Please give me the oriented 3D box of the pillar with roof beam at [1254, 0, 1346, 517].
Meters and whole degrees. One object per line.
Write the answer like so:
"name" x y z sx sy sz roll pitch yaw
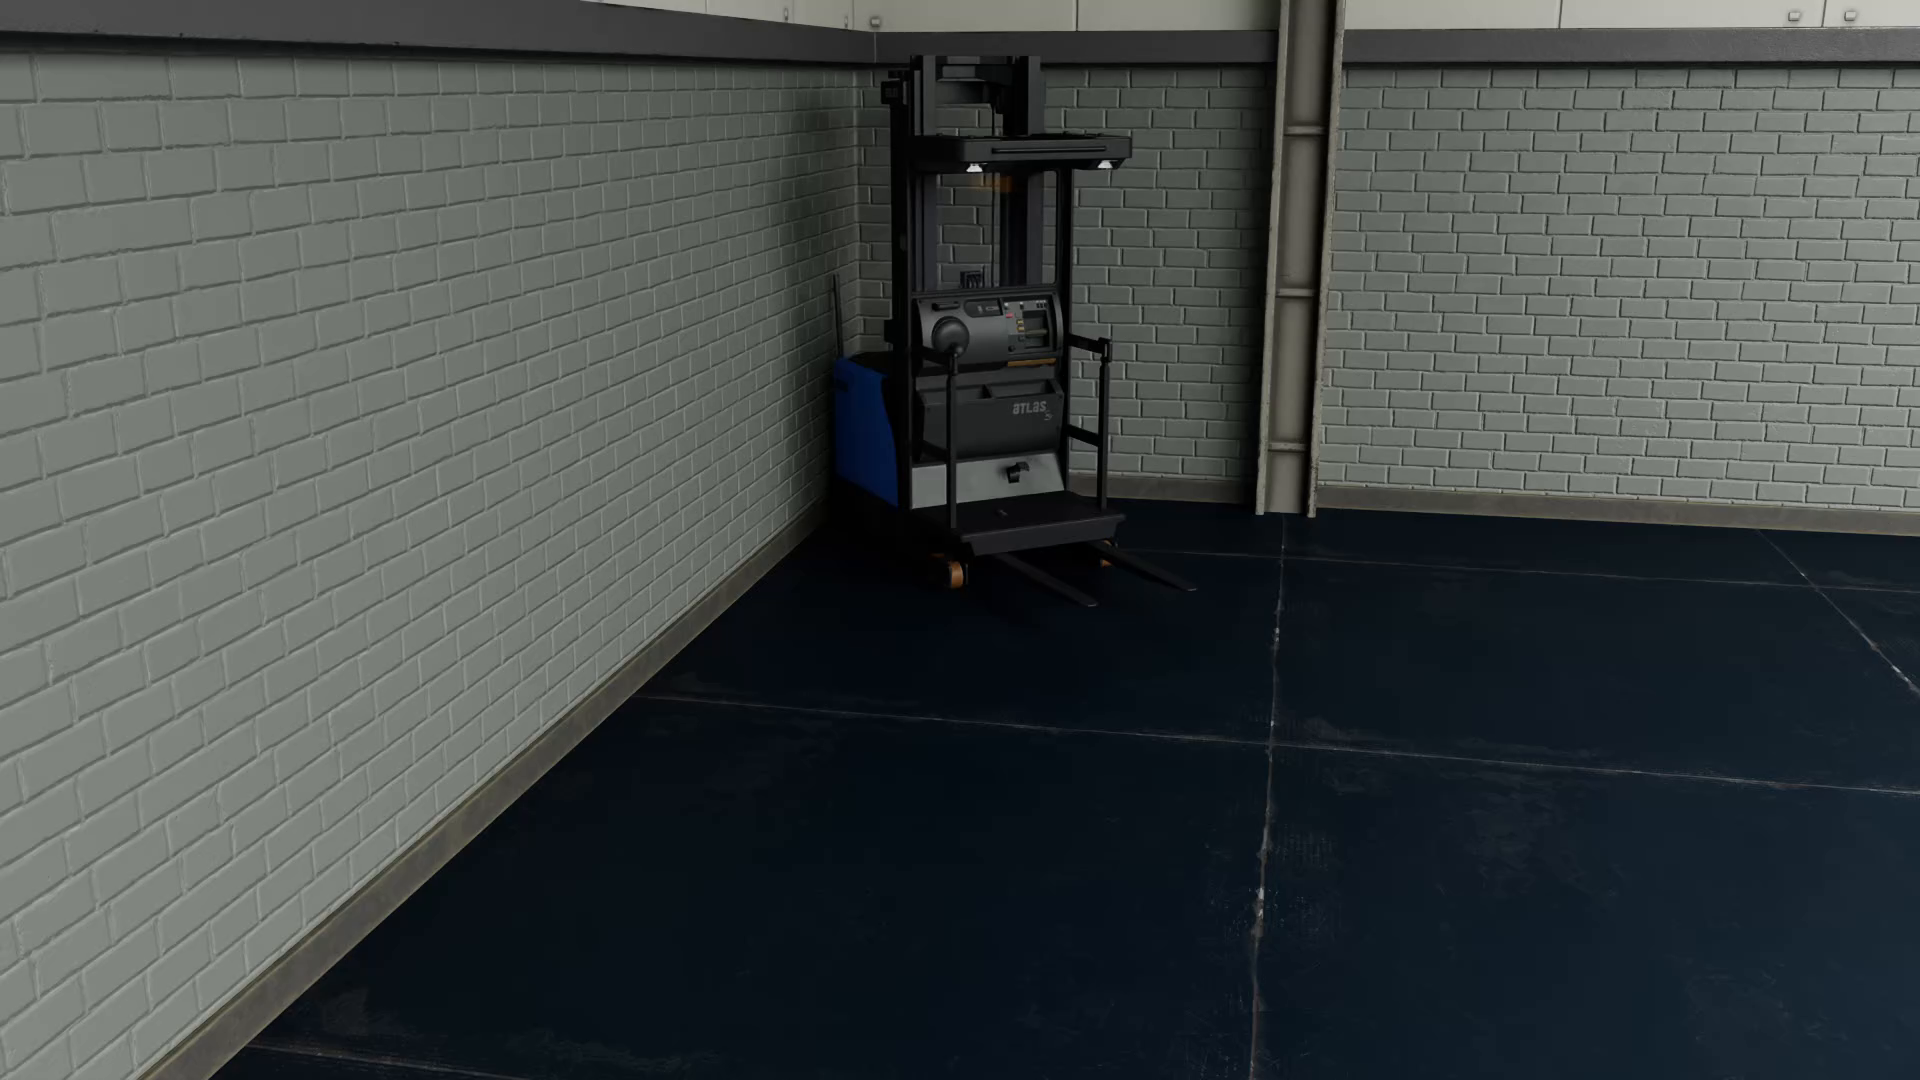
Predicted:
"pillar with roof beam" 1.336 -3.412 5.951 0.400 9.000 9.100 3 16 11

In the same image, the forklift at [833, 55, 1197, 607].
"forklift" 0.276 -1.264 9.563 1.130 2.935 3.031 -8 17 -25

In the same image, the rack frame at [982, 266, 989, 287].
"rack frame" 0.137 -1.128 11.466 0.032 1.500 0.500 -6 11 -16

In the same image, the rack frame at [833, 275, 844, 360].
"rack frame" -0.836 -1.029 11.189 0.032 1.500 0.500 -6 11 -16

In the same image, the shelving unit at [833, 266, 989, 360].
"shelving unit" -0.341 -1.080 11.330 1.083 1.500 0.587 -6 11 -16
